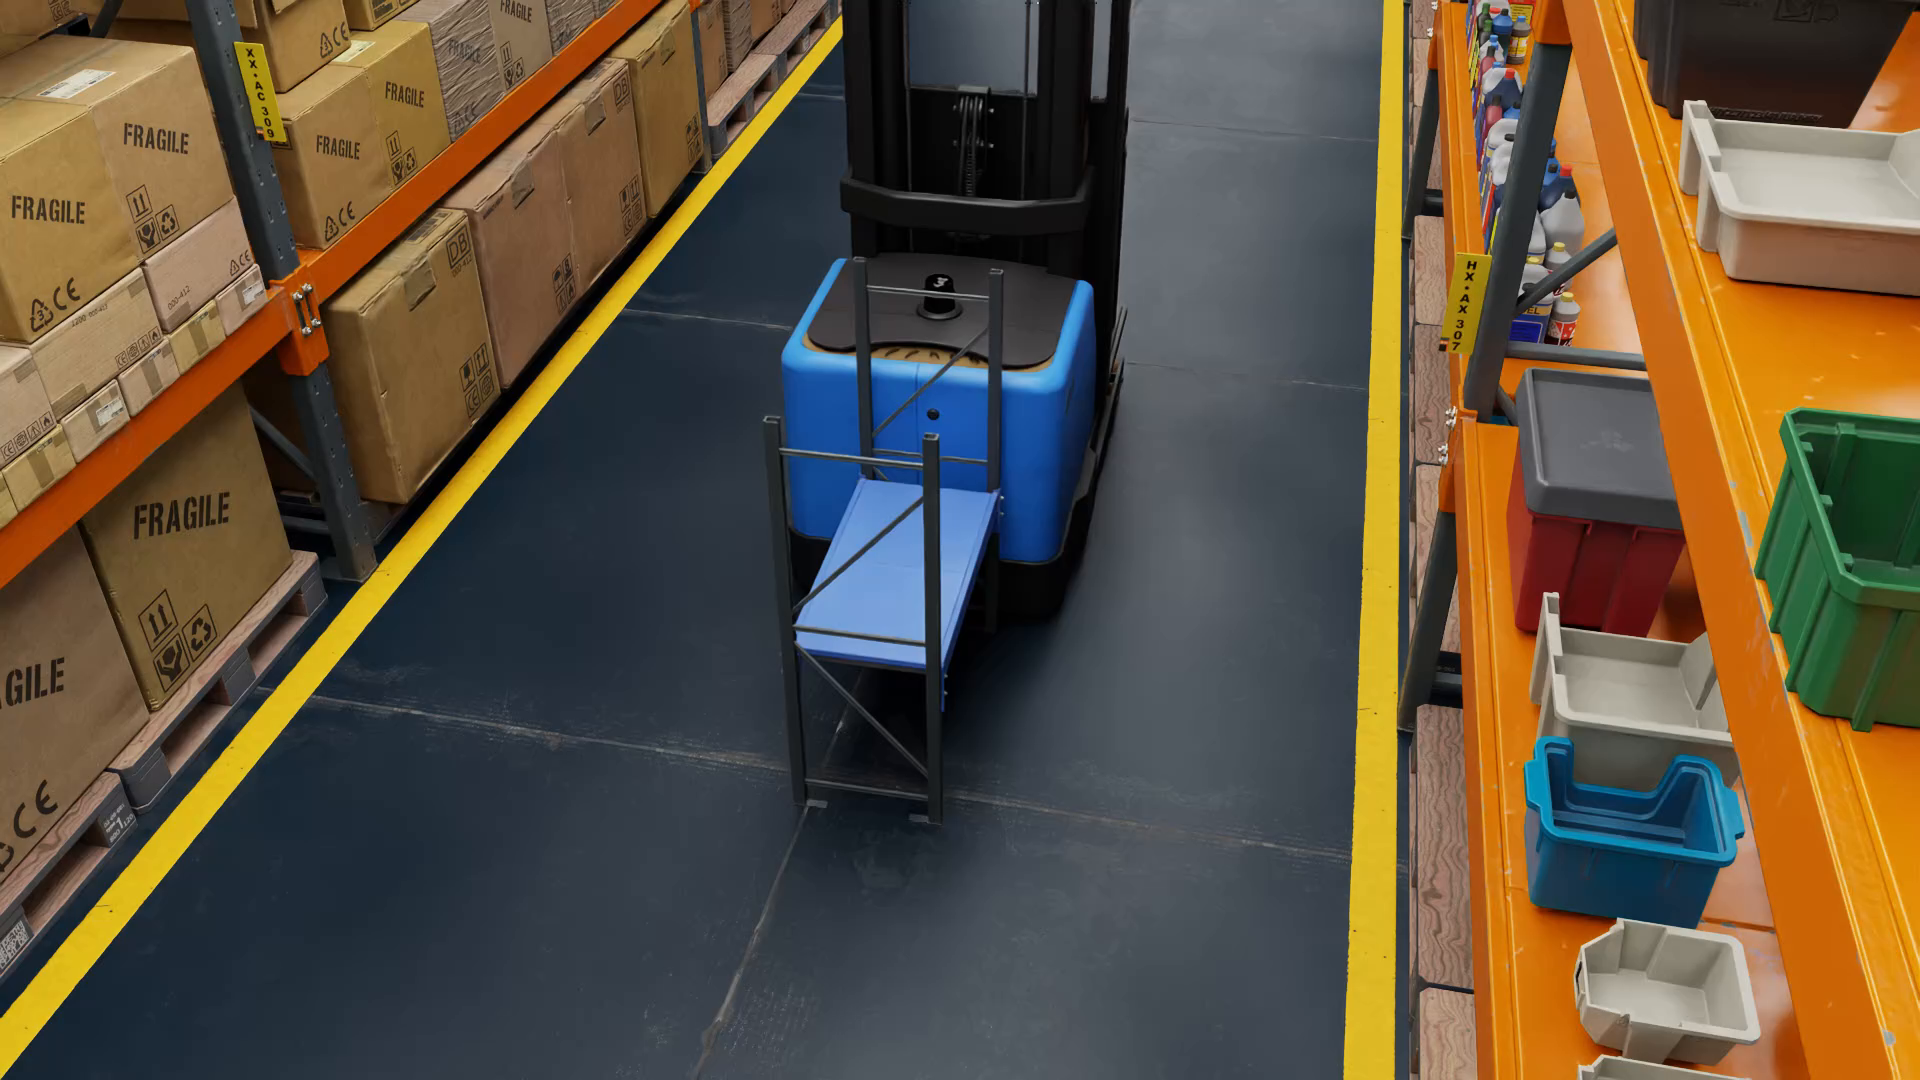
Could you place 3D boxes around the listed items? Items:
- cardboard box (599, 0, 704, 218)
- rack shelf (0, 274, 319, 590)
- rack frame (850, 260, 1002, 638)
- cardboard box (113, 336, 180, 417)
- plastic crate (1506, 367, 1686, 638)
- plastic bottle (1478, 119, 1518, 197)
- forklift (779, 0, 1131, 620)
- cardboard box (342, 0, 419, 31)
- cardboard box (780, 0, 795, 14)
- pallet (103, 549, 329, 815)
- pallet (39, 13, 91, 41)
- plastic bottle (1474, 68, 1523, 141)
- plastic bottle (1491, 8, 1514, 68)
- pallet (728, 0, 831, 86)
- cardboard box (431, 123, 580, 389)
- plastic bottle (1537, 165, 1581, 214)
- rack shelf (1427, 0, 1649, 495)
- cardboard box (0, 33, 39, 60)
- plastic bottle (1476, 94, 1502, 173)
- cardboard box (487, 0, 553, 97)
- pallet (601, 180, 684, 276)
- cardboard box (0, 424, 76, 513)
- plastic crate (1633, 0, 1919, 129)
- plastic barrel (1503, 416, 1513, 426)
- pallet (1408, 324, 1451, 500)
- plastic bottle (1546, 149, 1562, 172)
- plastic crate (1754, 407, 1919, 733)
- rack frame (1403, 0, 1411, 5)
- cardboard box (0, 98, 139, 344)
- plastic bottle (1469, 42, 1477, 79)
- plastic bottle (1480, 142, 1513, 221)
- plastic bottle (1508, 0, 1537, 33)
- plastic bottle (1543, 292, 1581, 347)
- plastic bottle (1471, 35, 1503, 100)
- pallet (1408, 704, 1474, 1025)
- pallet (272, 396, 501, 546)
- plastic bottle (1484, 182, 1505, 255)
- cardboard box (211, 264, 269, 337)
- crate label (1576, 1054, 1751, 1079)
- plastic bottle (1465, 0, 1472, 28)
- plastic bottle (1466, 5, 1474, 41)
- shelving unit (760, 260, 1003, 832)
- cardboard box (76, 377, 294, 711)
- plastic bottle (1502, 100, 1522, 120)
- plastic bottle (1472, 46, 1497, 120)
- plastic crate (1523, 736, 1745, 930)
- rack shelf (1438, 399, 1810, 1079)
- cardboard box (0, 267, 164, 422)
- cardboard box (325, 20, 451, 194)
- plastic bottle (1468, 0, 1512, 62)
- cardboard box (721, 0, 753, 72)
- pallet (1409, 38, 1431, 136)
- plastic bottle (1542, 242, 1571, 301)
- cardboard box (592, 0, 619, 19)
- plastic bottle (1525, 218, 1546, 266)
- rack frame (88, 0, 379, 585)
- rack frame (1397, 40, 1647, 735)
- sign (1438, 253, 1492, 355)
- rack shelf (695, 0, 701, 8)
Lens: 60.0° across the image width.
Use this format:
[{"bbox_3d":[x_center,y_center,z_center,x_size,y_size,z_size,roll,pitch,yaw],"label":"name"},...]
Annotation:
[{"bbox_3d":[-2.122,-2.345,8.882,1.225,0.875,0.875,6,36,8],"label":"cardboard box"},{"bbox_3d":[-3.236,0.303,4.390,1.077,0.370,4.000,7,37,10],"label":"rack shelf"},{"bbox_3d":[-0.110,-0.276,5.852,0.500,1.500,0.032,7,36,9],"label":"rack frame"},{"bbox_3d":[-2.663,-0.523,5.130,0.380,0.149,0.250,7,36,9],"label":"cardboard box"},{"bbox_3d":[1.594,-0.084,4.205,0.402,0.464,0.583,7,37,10],"label":"plastic crate"},{"bbox_3d":[2.062,-1.439,6.286,0.152,0.276,0.135,7,37,10],"label":"plastic bottle"},{"bbox_3d":[0.139,-1.751,6.668,1.130,2.935,3.031,7,36,9],"label":"forklift"},{"bbox_3d":[-2.522,-2.341,6.484,0.797,0.503,0.637,8,37,10],"label":"cardboard box"},{"bbox_3d":[-1.491,-3.947,11.394,0.700,0.500,0.500,4,36,6],"label":"cardboard box"},{"bbox_3d":[-3.047,0.420,5.991,1.003,0.211,1.213,7,37,10],"label":"pallet"},{"bbox_3d":[-6.536,-3.422,11.291,1.003,0.211,1.213,7,37,10],"label":"pallet"},{"bbox_3d":[2.180,-1.755,6.721,0.152,0.276,0.135,7,37,10],"label":"plastic bottle"},{"bbox_3d":[2.385,-2.212,7.356,0.097,0.271,0.097,0,36,0],"label":"plastic bottle"},{"bbox_3d":[-1.523,-3.445,11.323,1.003,0.211,1.213,7,37,10],"label":"pallet"},{"bbox_3d":[-2.501,-1.327,7.477,1.225,0.875,0.875,6,36,8],"label":"cardboard box"},{"bbox_3d":[2.087,-1.150,5.823,0.144,0.351,0.185,7,37,10],"label":"plastic bottle"},{"bbox_3d":[2.457,-1.370,6.697,1.077,0.370,4.000,7,37,10],"label":"rack shelf"},{"bbox_3d":[-3.161,-1.256,5.162,0.500,0.500,0.500,7,37,10],"label":"cardboard box"},{"bbox_3d":[2.067,-1.581,6.474,0.061,0.283,0.133,7,37,10],"label":"plastic bottle"},{"bbox_3d":[-2.147,-2.280,7.255,0.500,0.500,0.500,8,37,11],"label":"cardboard box"},{"bbox_3d":[-2.196,-1.857,9.132,1.003,0.211,1.213,7,37,10],"label":"pallet"},{"bbox_3d":[-2.773,-0.228,4.722,0.380,0.149,0.250,8,37,11],"label":"cardboard box"},{"bbox_3d":[1.497,-0.998,3.127,0.497,0.269,0.590,7,37,10],"label":"plastic crate"},{"bbox_3d":[2.163,-0.145,5.824,0.600,0.901,0.708,7,37,10],"label":"plastic barrel"},{"bbox_3d":[2.494,-0.524,7.293,1.003,0.211,1.213,7,37,10],"label":"pallet"},{"bbox_3d":[2.139,-1.300,6.097,0.097,0.271,0.097,0,36,0],"label":"plastic bottle"},{"bbox_3d":[1.107,0.049,1.751,0.450,0.188,0.336,7,37,10],"label":"plastic crate"},{"bbox_3d":[3.739,-5.101,11.232,1.000,3.000,0.127,7,37,10],"label":"rack frame"},{"bbox_3d":[-2.757,-0.915,4.692,0.500,0.500,0.500,8,37,10],"label":"cardboard box"},{"bbox_3d":[2.297,-2.115,7.281,0.097,0.201,0.097,0,36,0],"label":"plastic bottle"},{"bbox_3d":[2.013,-1.306,6.102,0.152,0.276,0.135,7,37,10],"label":"plastic bottle"},{"bbox_3d":[2.625,-2.531,7.792,0.152,0.276,0.135,7,37,10],"label":"plastic bottle"},{"bbox_3d":[1.924,-0.696,5.323,0.097,0.201,0.097,0,36,0],"label":"plastic bottle"},{"bbox_3d":[2.248,-2.011,7.078,0.097,0.271,0.097,0,36,0],"label":"plastic bottle"},{"bbox_3d":[1.911,1.041,5.134,1.003,0.211,1.213,7,37,10],"label":"pallet"},{"bbox_3d":[-2.717,-0.458,7.202,1.003,0.211,1.213,7,37,10],"label":"pallet"},{"bbox_3d":[1.946,-1.168,5.848,0.144,0.351,0.185,7,37,10],"label":"plastic bottle"},{"bbox_3d":[-2.554,-0.818,5.536,0.380,0.149,0.250,8,37,10],"label":"cardboard box"},{"bbox_3d":[1.285,1.044,2.927,0.396,0.136,0.243,7,37,10],"label":"crate label"},{"bbox_3d":[2.476,-2.550,7.818,0.152,0.276,0.135,7,37,10],"label":"plastic bottle"},{"bbox_3d":[2.404,-2.401,7.676,0.097,0.201,0.097,0,36,0],"label":"plastic bottle"},{"bbox_3d":[-0.210,0.017,5.449,0.538,1.500,1.048,7,36,9],"label":"shelving unit"},{"bbox_3d":[-3.028,-0.077,5.752,0.875,0.875,0.875,7,37,10],"label":"cardboard box"},{"bbox_3d":[2.148,-1.576,6.479,0.097,0.271,0.097,0,36,0],"label":"plastic bottle"},{"bbox_3d":[2.185,-1.896,6.910,0.061,0.283,0.133,7,37,10],"label":"plastic bottle"},{"bbox_3d":[1.364,0.613,3.440,0.416,0.233,0.300,7,37,10],"label":"plastic crate"},{"bbox_3d":[1.603,0.923,3.533,1.077,0.370,4.000,7,37,10],"label":"rack shelf"},{"bbox_3d":[-2.755,-0.612,4.913,0.500,0.250,0.500,8,37,11],"label":"cardboard box"},{"bbox_3d":[-2.360,-1.697,6.450,0.500,0.500,0.500,7,37,10],"label":"cardboard box"},{"bbox_3d":[2.377,-2.285,7.452,0.152,0.276,0.135,7,37,10],"label":"plastic bottle"},{"bbox_3d":[-1.725,-3.301,10.503,0.700,0.500,0.500,4,36,6],"label":"cardboard box"},{"bbox_3d":[3.351,-2.815,10.454,1.003,0.211,1.213,7,37,10],"label":"pallet"},{"bbox_3d":[2.002,-0.905,5.612,0.097,0.201,0.097,0,36,0],"label":"plastic bottle"},{"bbox_3d":[-1.930,-2.870,8.069,0.500,0.500,0.500,7,37,10],"label":"cardboard box"},{"bbox_3d":[1.876,-0.940,5.597,0.152,0.276,0.135,7,37,10],"label":"plastic bottle"},{"bbox_3d":[-2.809,-1.135,5.760,1.000,3.000,0.127,7,37,10],"label":"rack frame"},{"bbox_3d":[2.030,-0.514,4.904,1.000,3.000,0.127,7,37,10],"label":"rack frame"},{"bbox_3d":[1.493,-0.697,4.919,0.100,0.325,0.005,7,37,10],"label":"sign"},{"bbox_3d":[-1.527,-4.284,10.718,1.077,0.370,4.000,7,37,10],"label":"rack shelf"}]
